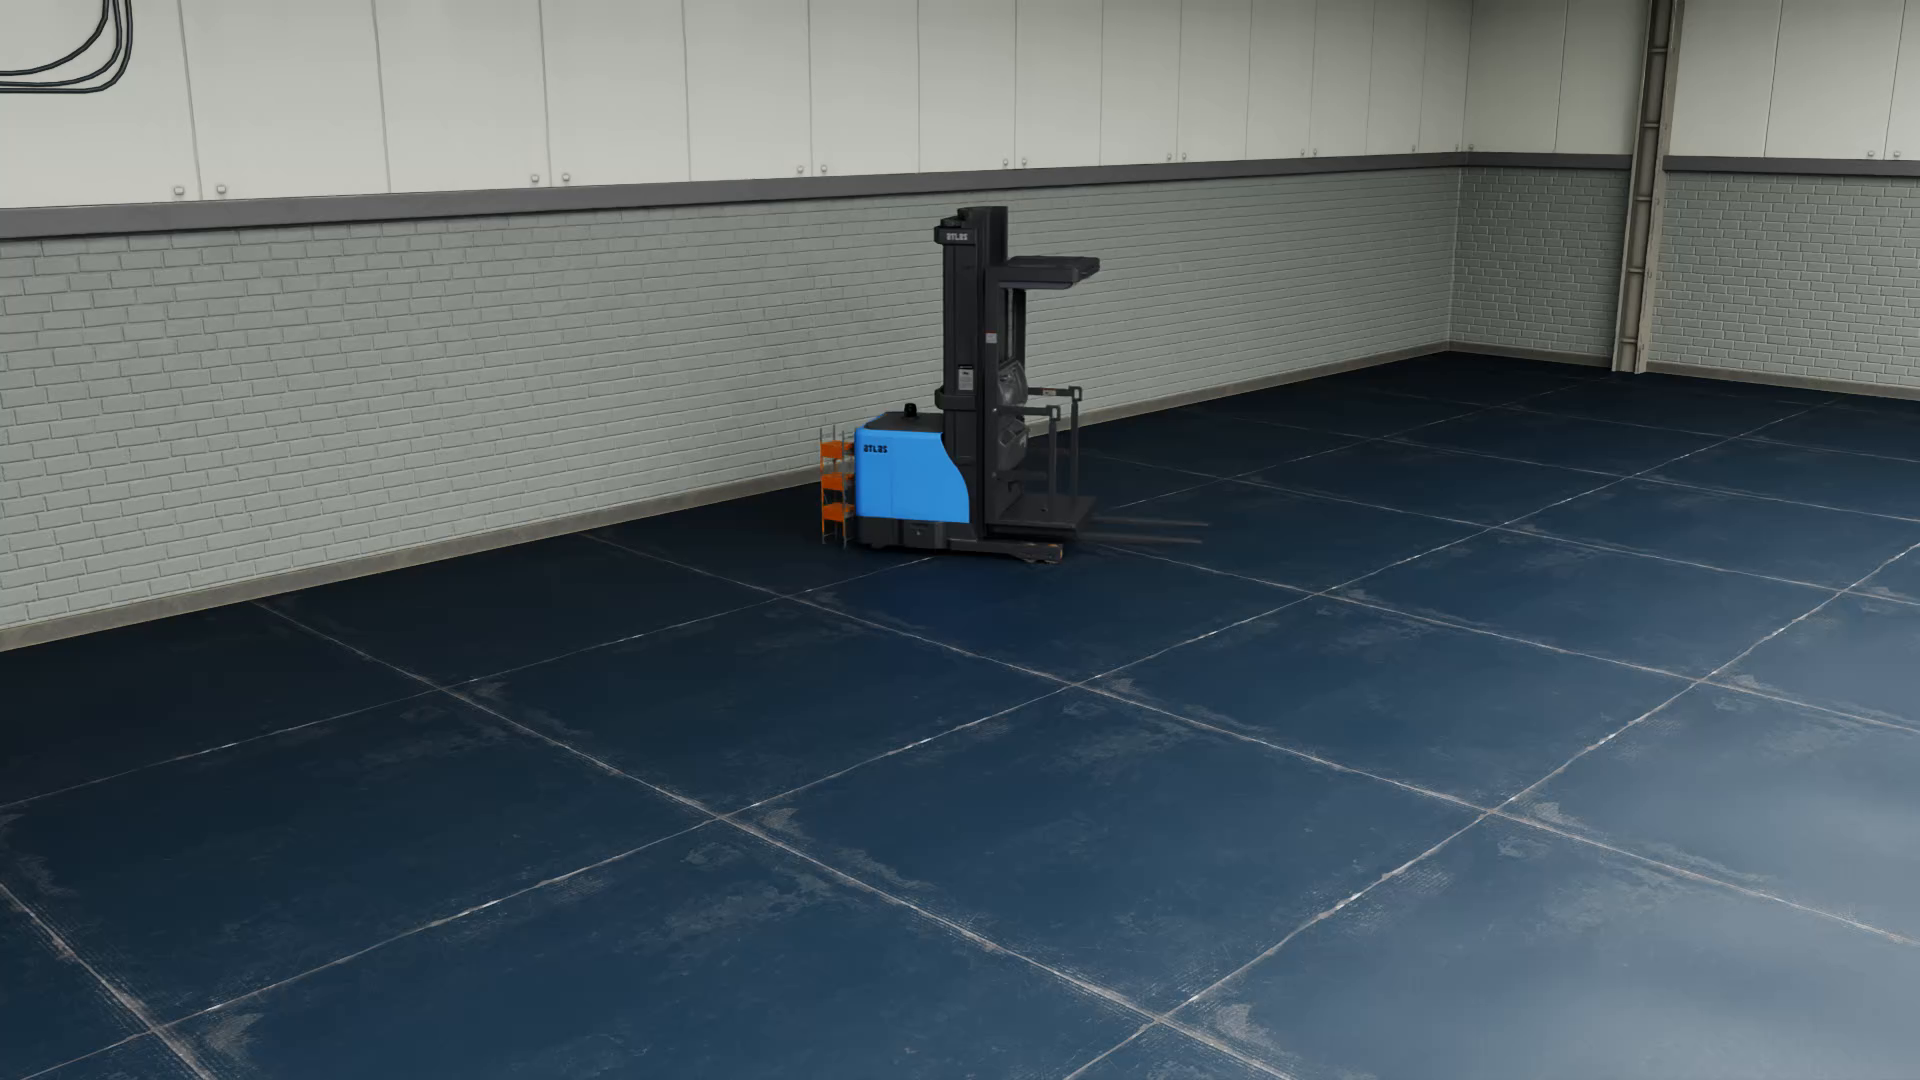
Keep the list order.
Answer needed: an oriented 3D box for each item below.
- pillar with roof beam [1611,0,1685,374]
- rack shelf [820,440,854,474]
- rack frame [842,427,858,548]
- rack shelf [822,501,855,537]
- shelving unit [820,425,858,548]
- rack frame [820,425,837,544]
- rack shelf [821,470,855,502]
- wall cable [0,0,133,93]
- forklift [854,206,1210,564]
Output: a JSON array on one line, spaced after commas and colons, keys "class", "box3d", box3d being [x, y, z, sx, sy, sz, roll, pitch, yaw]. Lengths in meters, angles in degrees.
[{"class": "pillar with roof beam", "box3d": [6.856, -6.060, 20.343, 0.400, 9.000, 9.100, 14, 20, 42]}, {"class": "rack shelf", "box3d": [-1.065, -0.737, 14.597, 0.240, 0.259, 0.215, 10, 17, 33]}, {"class": "rack frame", "box3d": [-0.963, -0.456, 14.600, 0.008, 1.050, 0.200, 10, 17, 33]}, {"class": "rack shelf", "box3d": [-1.065, -0.194, 14.738, 0.240, 0.259, 0.215, 10, 17, 33]}, {"class": "shelving unit", "box3d": [-1.065, -0.473, 14.665, 0.252, 1.050, 0.215, 10, 17, 33]}, {"class": "rack frame", "box3d": [-1.166, -0.490, 14.731, 0.008, 1.050, 0.200, 10, 17, 33]}, {"class": "rack shelf", "box3d": [-1.065, -0.463, 14.668, 0.240, 0.259, 0.215, 10, 17, 33]}, {"class": "wall cable", "box3d": [-6.622, -5.246, 10.472, 0.169, 6.003, 2.305, 14, 20, 42]}, {"class": "forklift", "box3d": [0.643, -1.359, 14.335, 3.031, 2.935, 1.130, 4, 15, 14]}]
